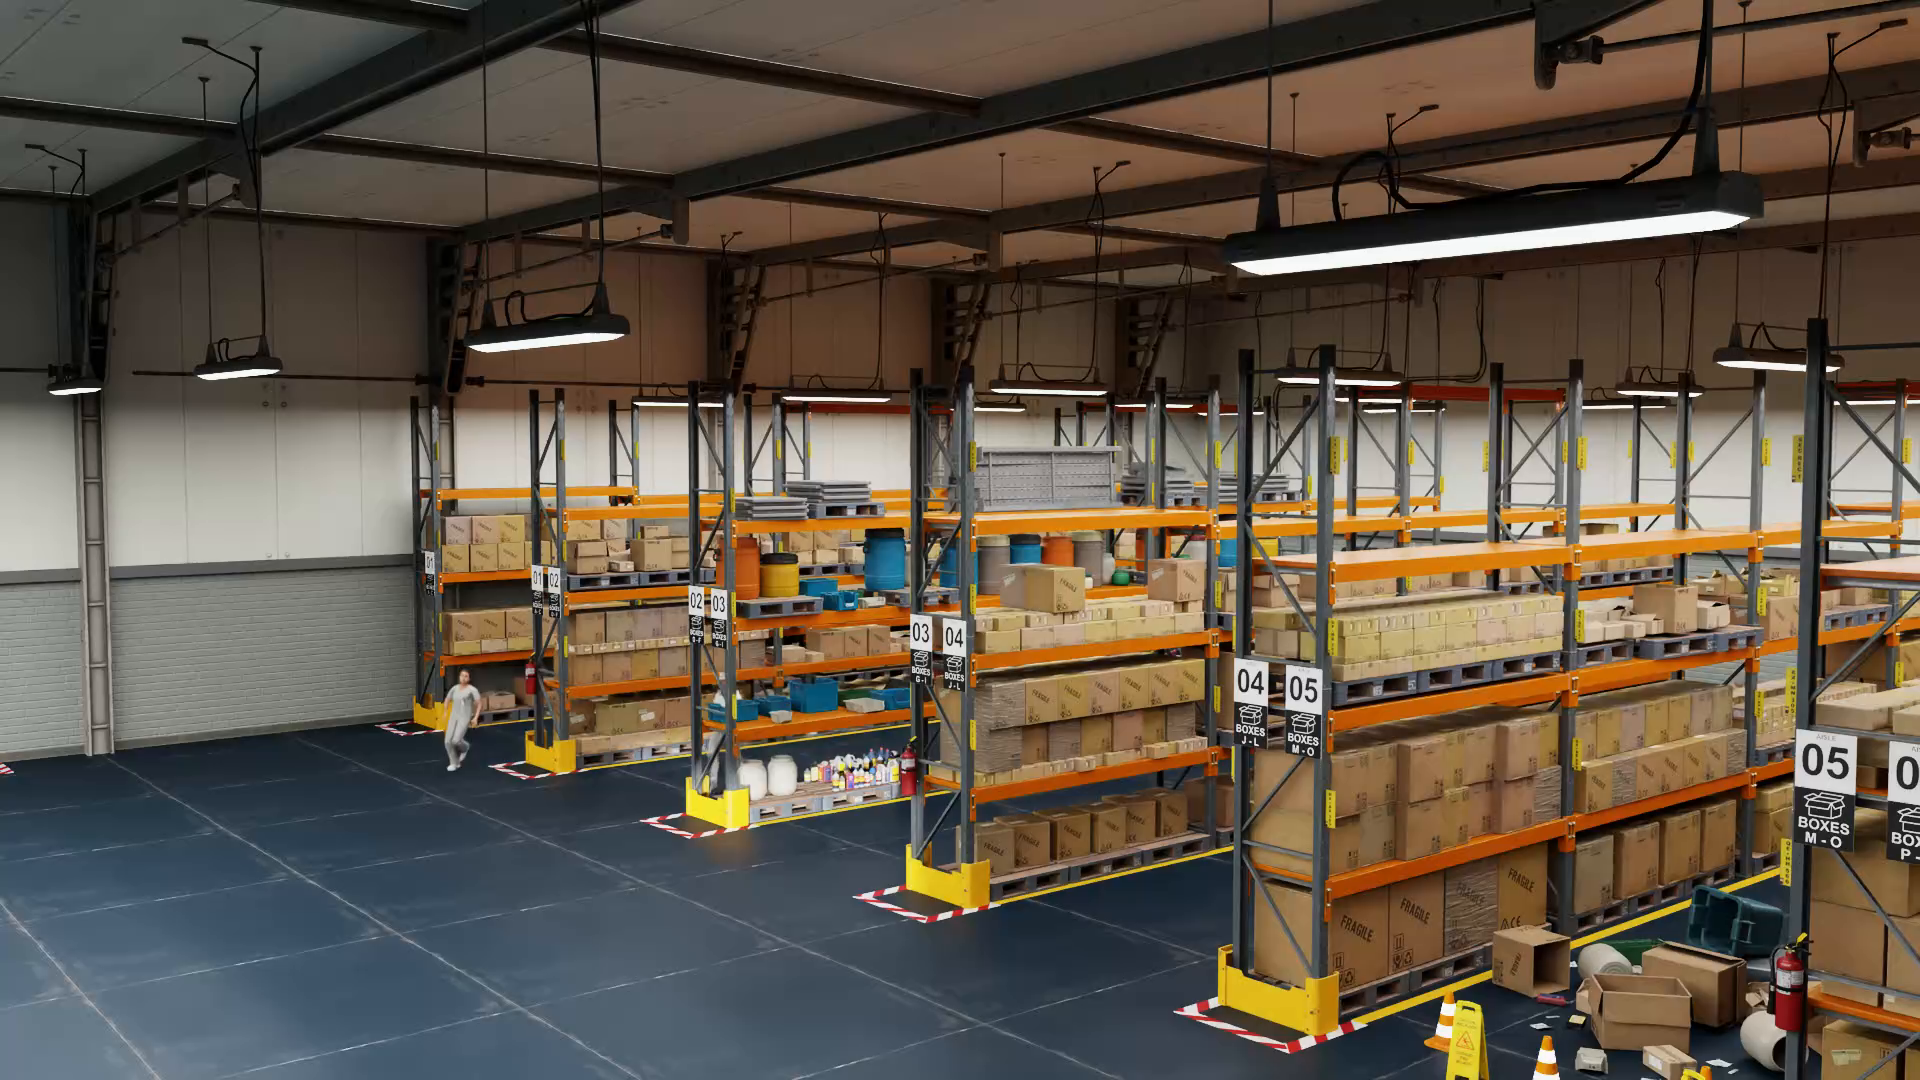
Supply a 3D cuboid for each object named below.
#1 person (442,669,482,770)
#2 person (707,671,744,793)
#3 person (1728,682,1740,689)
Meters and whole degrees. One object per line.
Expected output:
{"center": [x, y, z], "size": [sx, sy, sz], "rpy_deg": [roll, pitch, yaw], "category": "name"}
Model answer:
{"center": [-7.854, 2.824, 26.162], "size": [0.607, 1.602, 0.541], "rpy_deg": [1, 3, 13], "category": "person"}
{"center": [-3.442, 2.825, 24.498], "size": [0.699, 1.812, 0.788], "rpy_deg": [3, 4, 41], "category": "person"}
{"center": [11.160, 2.911, 23.942], "size": [0.775, 1.727, 0.655], "rpy_deg": [-2, 4, -32], "category": "person"}
